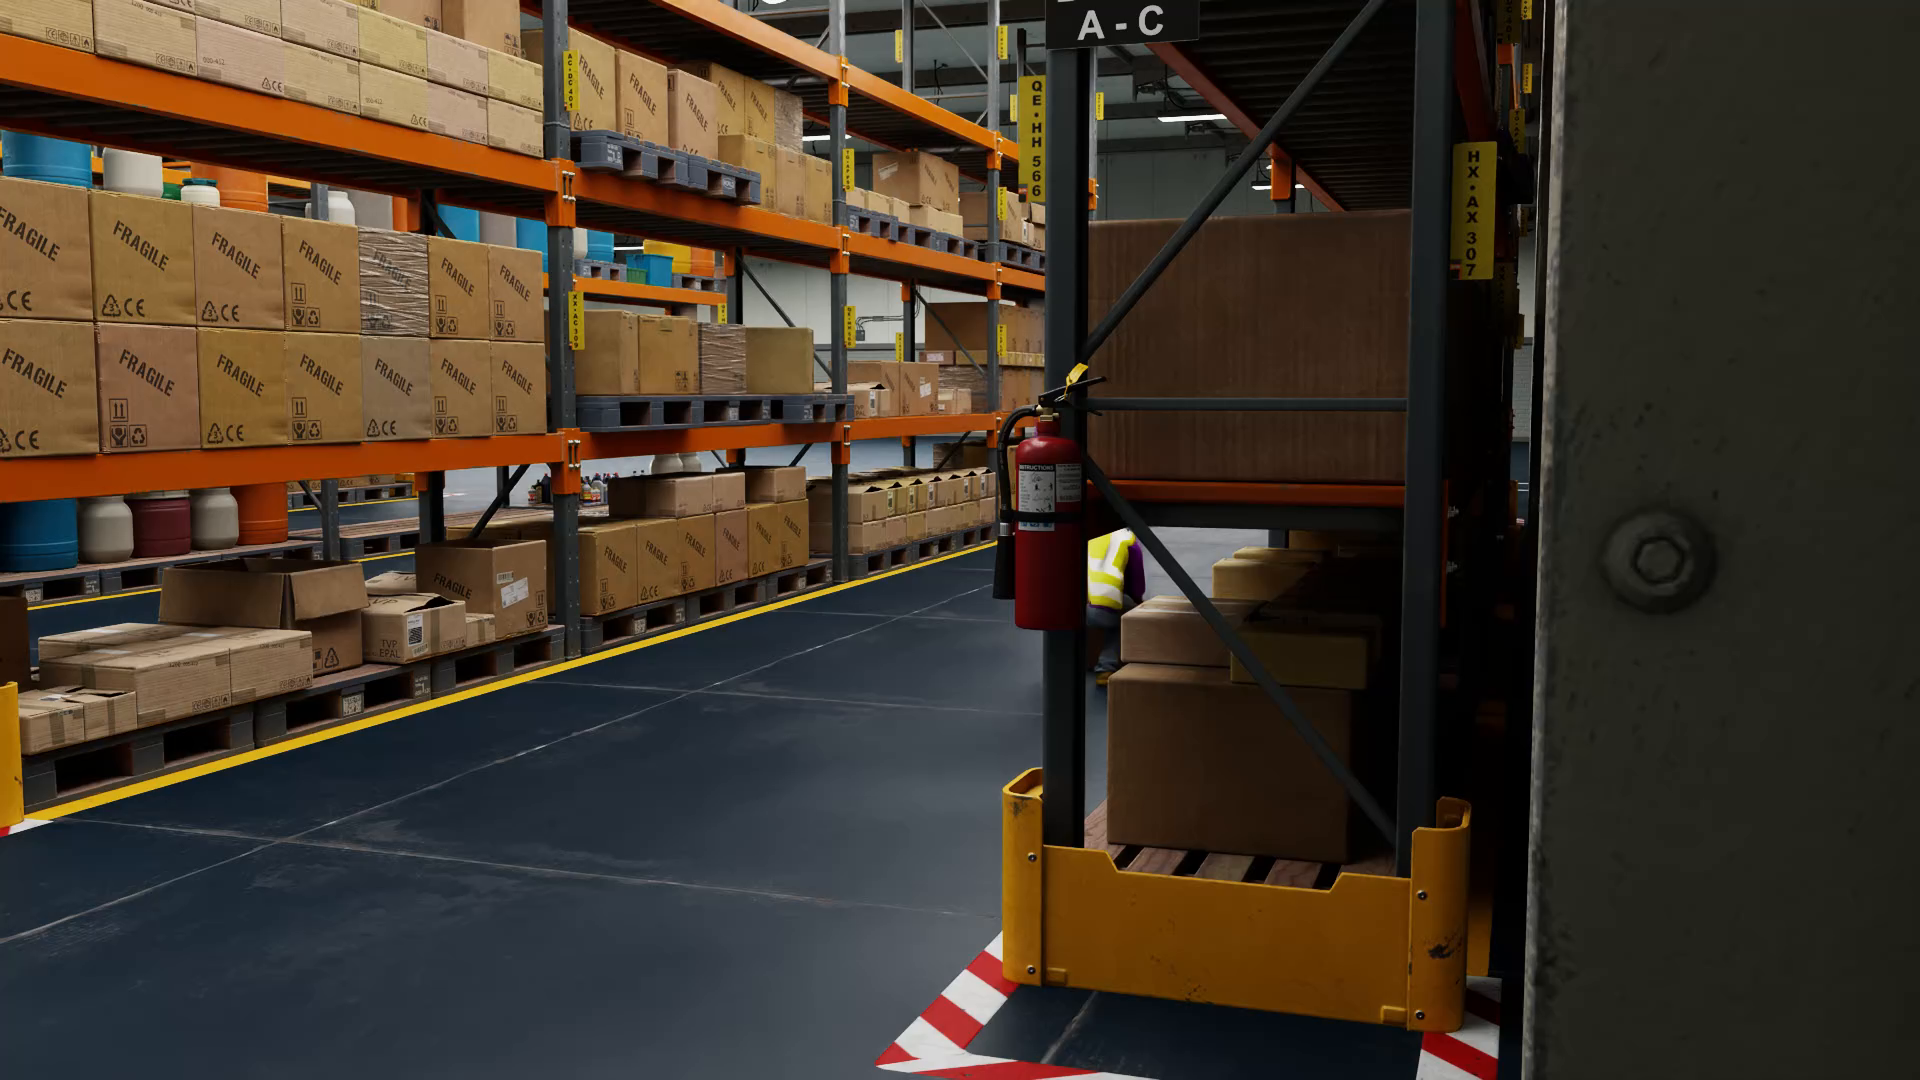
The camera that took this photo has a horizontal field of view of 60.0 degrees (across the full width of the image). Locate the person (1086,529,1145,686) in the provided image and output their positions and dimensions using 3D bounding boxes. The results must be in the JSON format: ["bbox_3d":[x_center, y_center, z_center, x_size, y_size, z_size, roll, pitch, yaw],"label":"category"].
[{"bbox_3d":[0.688,0.292,8.978,0.567,0.903,0.896,2,5,19],"label":"person"}]
